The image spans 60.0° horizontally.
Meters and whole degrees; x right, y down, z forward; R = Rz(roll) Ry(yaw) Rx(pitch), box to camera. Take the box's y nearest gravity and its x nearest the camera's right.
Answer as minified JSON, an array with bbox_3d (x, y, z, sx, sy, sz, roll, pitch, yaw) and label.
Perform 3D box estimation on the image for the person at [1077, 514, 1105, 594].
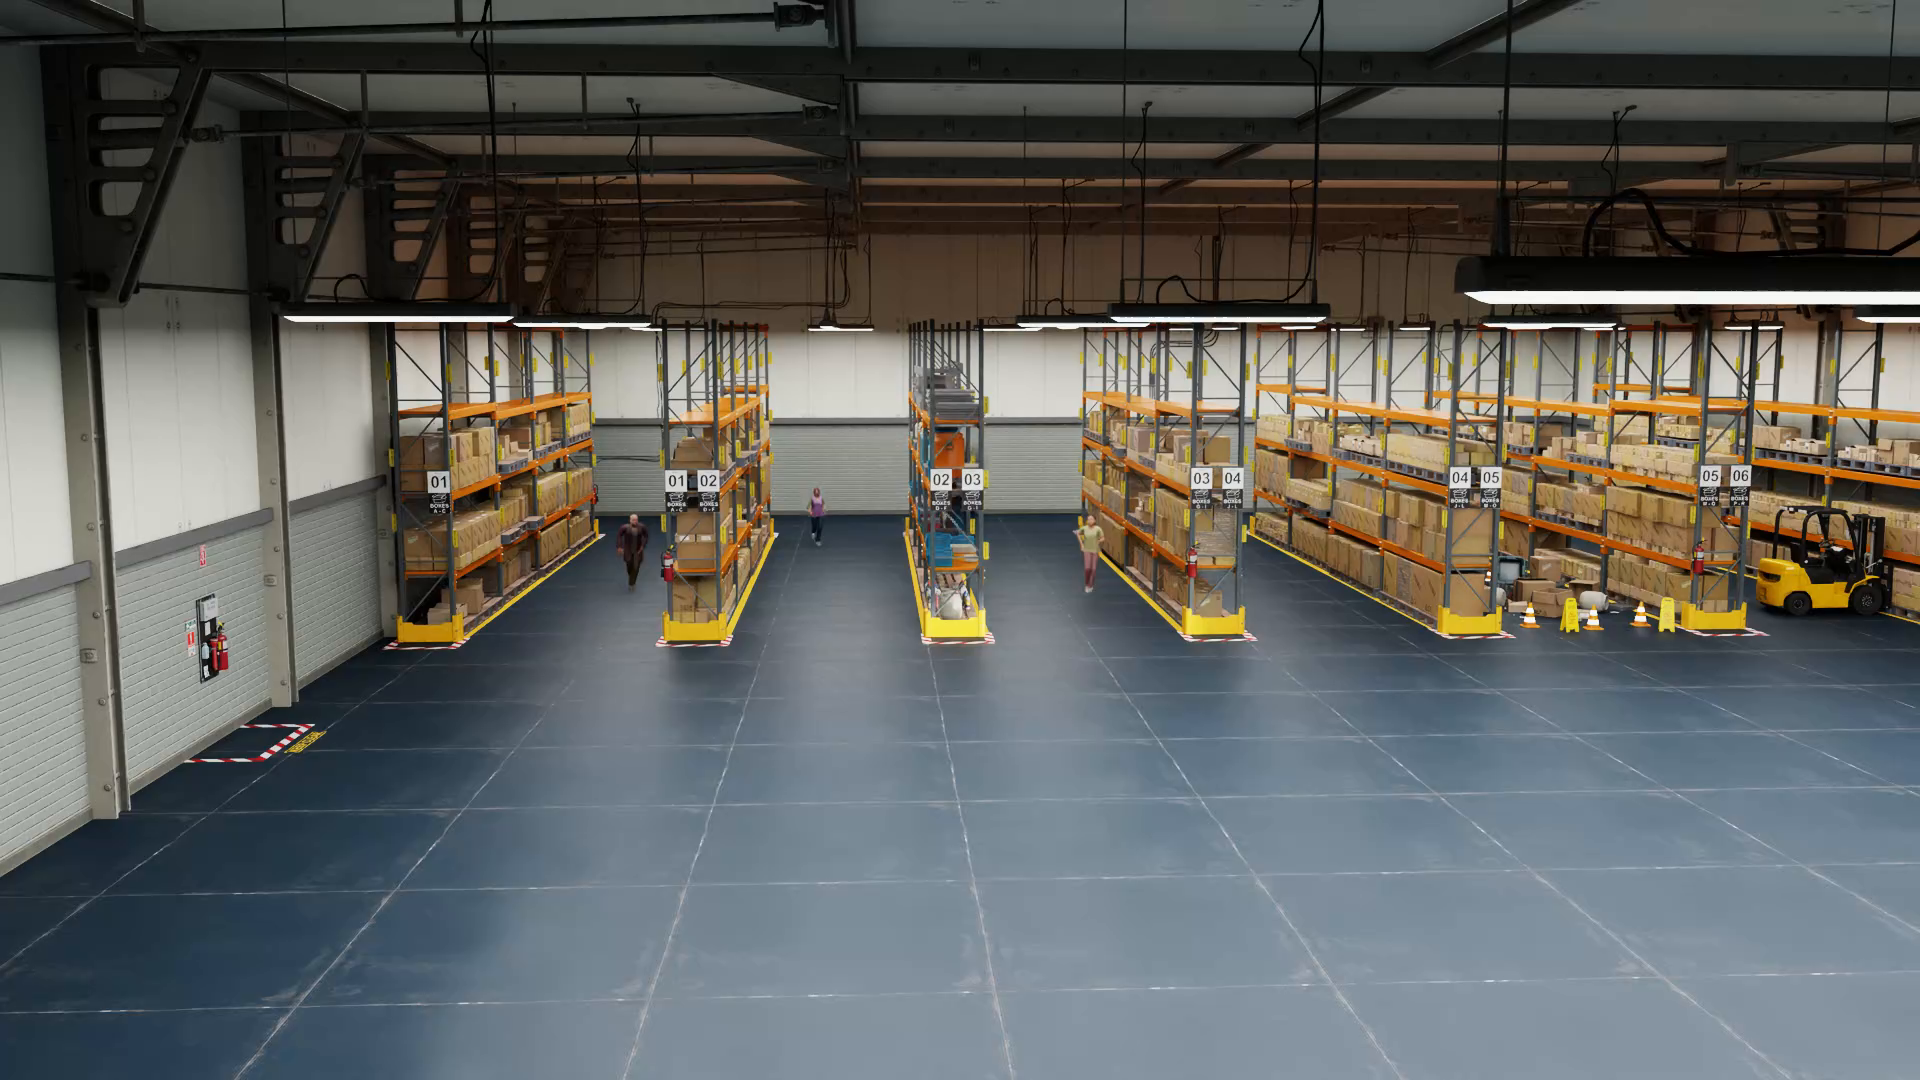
[{"bbox_3d":[2.772,0.294,35.100,0.571,1.696,0.633,0,7,0],"label":"person"}]

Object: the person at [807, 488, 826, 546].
[{"bbox_3d":[-3.910,-0.647,45.421,0.548,1.565,0.631,-2,7,-17],"label":"person"}]

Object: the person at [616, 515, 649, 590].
[{"bbox_3d":[-7.376,0.258,37.466,0.721,1.711,0.704,-3,8,-20],"label":"person"}]

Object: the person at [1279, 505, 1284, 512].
[{"bbox_3d":[9.901,-1.367,50.563,0.708,1.716,0.801,7,10,43],"label":"person"}]

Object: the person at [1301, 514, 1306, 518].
[{"bbox_3d":[10.220,-1.148,48.562,0.744,1.755,0.973,-7,10,-44],"label":"person"}]
